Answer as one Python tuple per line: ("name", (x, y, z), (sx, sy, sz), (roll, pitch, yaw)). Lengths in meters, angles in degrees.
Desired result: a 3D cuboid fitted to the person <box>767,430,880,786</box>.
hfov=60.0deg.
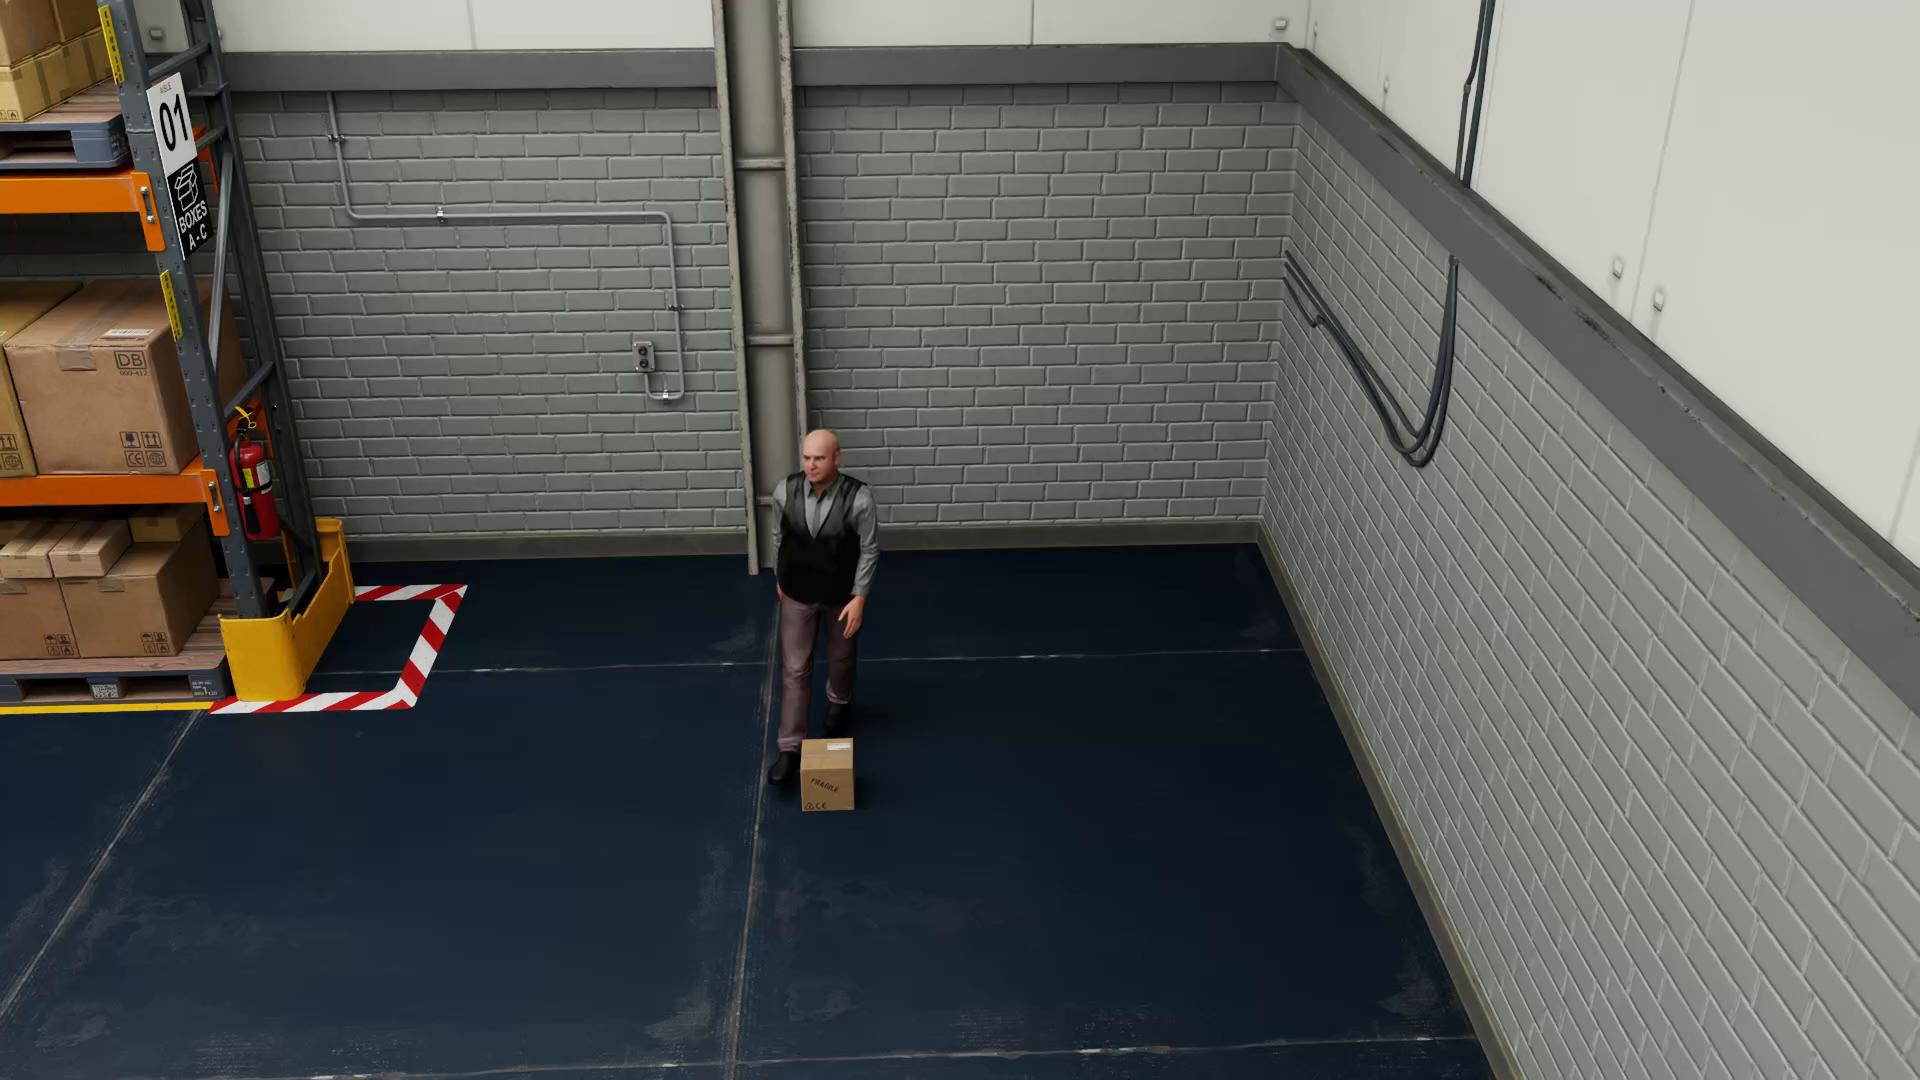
("person", (-0.664, 0.312, 8.011), (0.549, 1.690, 0.920), (2, 27, 4))
